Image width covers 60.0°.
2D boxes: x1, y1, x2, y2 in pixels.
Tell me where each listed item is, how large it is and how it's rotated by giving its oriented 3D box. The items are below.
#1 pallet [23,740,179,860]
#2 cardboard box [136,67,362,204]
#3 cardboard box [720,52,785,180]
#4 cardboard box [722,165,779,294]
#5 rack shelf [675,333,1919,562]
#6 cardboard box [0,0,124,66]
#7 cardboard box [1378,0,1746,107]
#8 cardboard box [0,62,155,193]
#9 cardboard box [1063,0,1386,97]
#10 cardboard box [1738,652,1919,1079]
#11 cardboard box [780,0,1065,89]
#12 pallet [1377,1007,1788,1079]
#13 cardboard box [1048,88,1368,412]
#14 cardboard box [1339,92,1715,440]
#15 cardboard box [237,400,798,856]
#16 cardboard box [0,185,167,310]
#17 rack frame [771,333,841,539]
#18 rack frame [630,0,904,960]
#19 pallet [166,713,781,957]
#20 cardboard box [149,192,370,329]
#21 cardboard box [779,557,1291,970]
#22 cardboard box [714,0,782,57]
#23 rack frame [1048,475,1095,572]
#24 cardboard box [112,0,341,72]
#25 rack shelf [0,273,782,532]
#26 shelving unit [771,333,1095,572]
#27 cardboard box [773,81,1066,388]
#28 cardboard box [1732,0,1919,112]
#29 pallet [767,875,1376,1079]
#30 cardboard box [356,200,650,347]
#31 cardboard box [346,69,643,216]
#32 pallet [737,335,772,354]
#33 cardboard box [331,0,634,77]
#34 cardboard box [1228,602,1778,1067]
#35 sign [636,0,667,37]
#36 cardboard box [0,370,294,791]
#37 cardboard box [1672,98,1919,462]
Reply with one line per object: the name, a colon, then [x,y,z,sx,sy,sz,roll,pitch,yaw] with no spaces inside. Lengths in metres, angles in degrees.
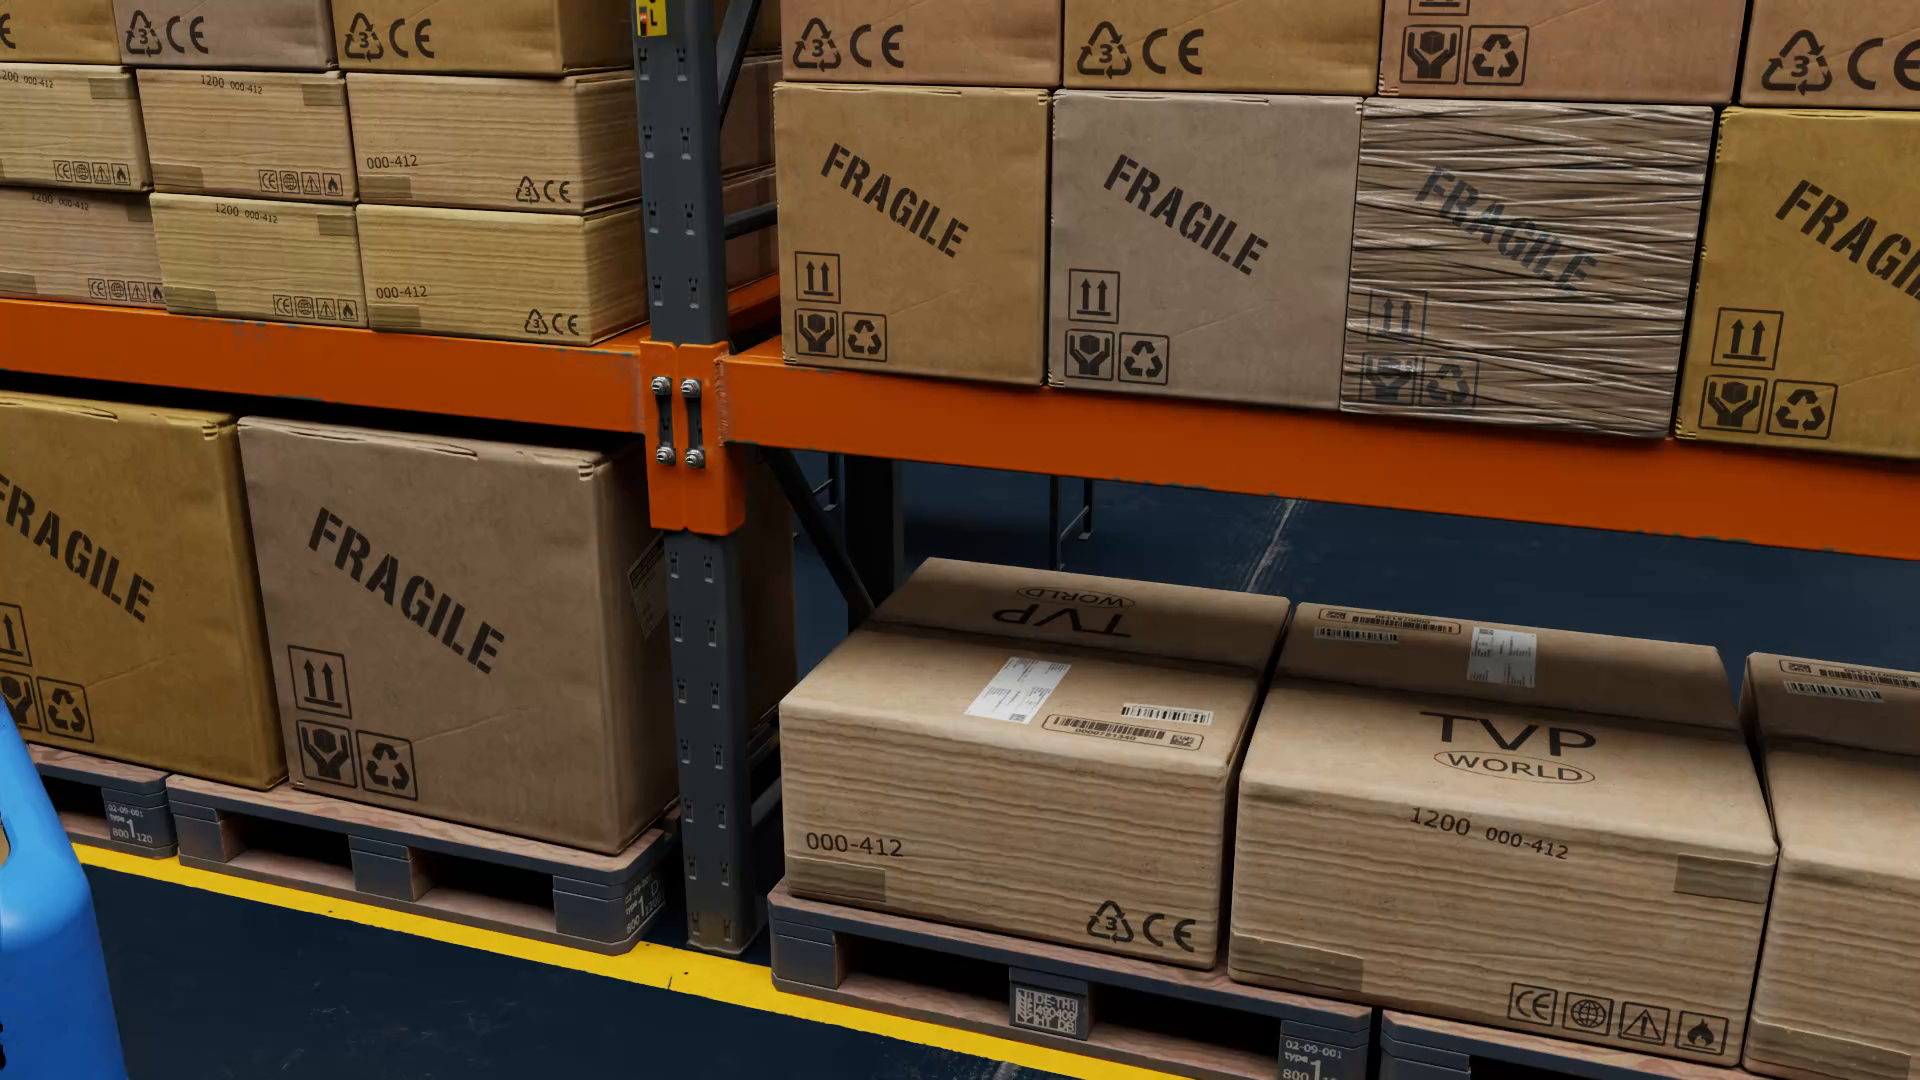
pallet: [-2.272,0.437,4.501,1.213,0.211,1.003,7,20,18]
cardboard box: [-1.333,-0.877,3.505,0.500,0.250,0.500,7,20,19]
cardboard box: [-0.685,-0.989,3.824,0.500,0.250,0.500,6,20,16]
cardboard box: [-0.691,-0.747,3.891,0.500,0.250,0.500,6,20,17]
rack shelf: [1.527,-0.133,2.993,4.000,0.370,1.077,7,20,18]
cardboard box: [-1.830,-1.292,3.556,0.500,0.500,0.500,7,20,20]
cardboard box: [0.964,-0.966,2.619,0.500,0.500,0.500,7,20,19]
cardboard box: [-1.824,-0.932,3.660,0.500,0.250,0.500,7,20,19]
cardboard box: [0.483,-1.025,2.787,0.500,0.500,0.500,6,20,17]
cardboard box: [1.893,0.619,2.999,0.875,0.438,0.875,7,20,20]
cardboard box: [0.008,-1.081,2.950,0.500,0.500,0.500,7,20,18]
pallet: [1.487,0.866,3.271,1.213,0.211,1.003,7,20,18]
cardboard box: [0.469,-0.548,2.939,0.500,0.500,0.500,7,20,18]
cardboard box: [0.937,-0.492,2.779,0.500,0.500,0.500,7,20,18]
cardboard box: [-0.974,0.074,3.896,0.875,0.875,0.875,7,20,20]
cardboard box: [-1.820,-0.704,3.765,0.500,0.250,0.500,6,20,17]
rack frame: [-0.561,-0.772,6.013,0.032,1.500,0.500,7,20,18]
rack frame: [-0.362,-0.688,3.494,0.127,3.000,1.000,7,20,18]
pallet: [-1.116,0.568,4.125,1.213,0.211,1.003,7,20,18]
cardboard box: [-1.349,-0.643,3.592,0.500,0.250,0.500,6,20,17]
cardboard box: [0.196,0.424,3.556,0.875,0.438,0.875,6,20,17]
cardboard box: [-0.683,-1.345,3.706,0.500,0.500,0.500,7,20,19]
rack frame: [0.400,-0.663,5.698,0.032,1.500,0.500,7,20,18]
cardboard box: [-1.358,-1.232,3.381,0.500,0.500,0.500,7,20,19]
rack shelf: [-2.251,-0.565,4.232,4.000,0.370,1.077,7,20,18]
shelving unit: [-0.081,-0.717,5.856,1.048,1.500,0.538,7,20,18]
cardboard box: [-0.005,-0.604,3.099,0.500,0.500,0.500,7,20,20]
cardboard box: [1.439,-0.910,2.460,0.500,0.500,0.500,6,20,18]
pallet: [0.331,0.735,3.648,1.213,0.211,1.003,7,20,18]
cardboard box: [-0.868,-0.588,3.433,0.500,0.250,0.500,6,20,17]
cardboard box: [-0.858,-0.826,3.356,0.500,0.250,0.500,7,20,18]
pallet: [-0.725,-1.137,9.016,1.213,0.211,1.003,7,20,18]
cardboard box: [-0.866,-1.178,3.228,0.500,0.500,0.500,7,20,20]
cardboard box: [1.042,0.521,3.280,0.875,0.438,0.875,6,20,16]
sign: [-0.531,-1.028,2.830,0.005,0.325,0.100,7,20,18]
cardboard box: [-1.830,-0.021,4.169,0.875,0.875,0.875,7,20,20]
cardboard box: [1.424,-0.437,2.620,0.500,0.500,0.500,7,20,20]
